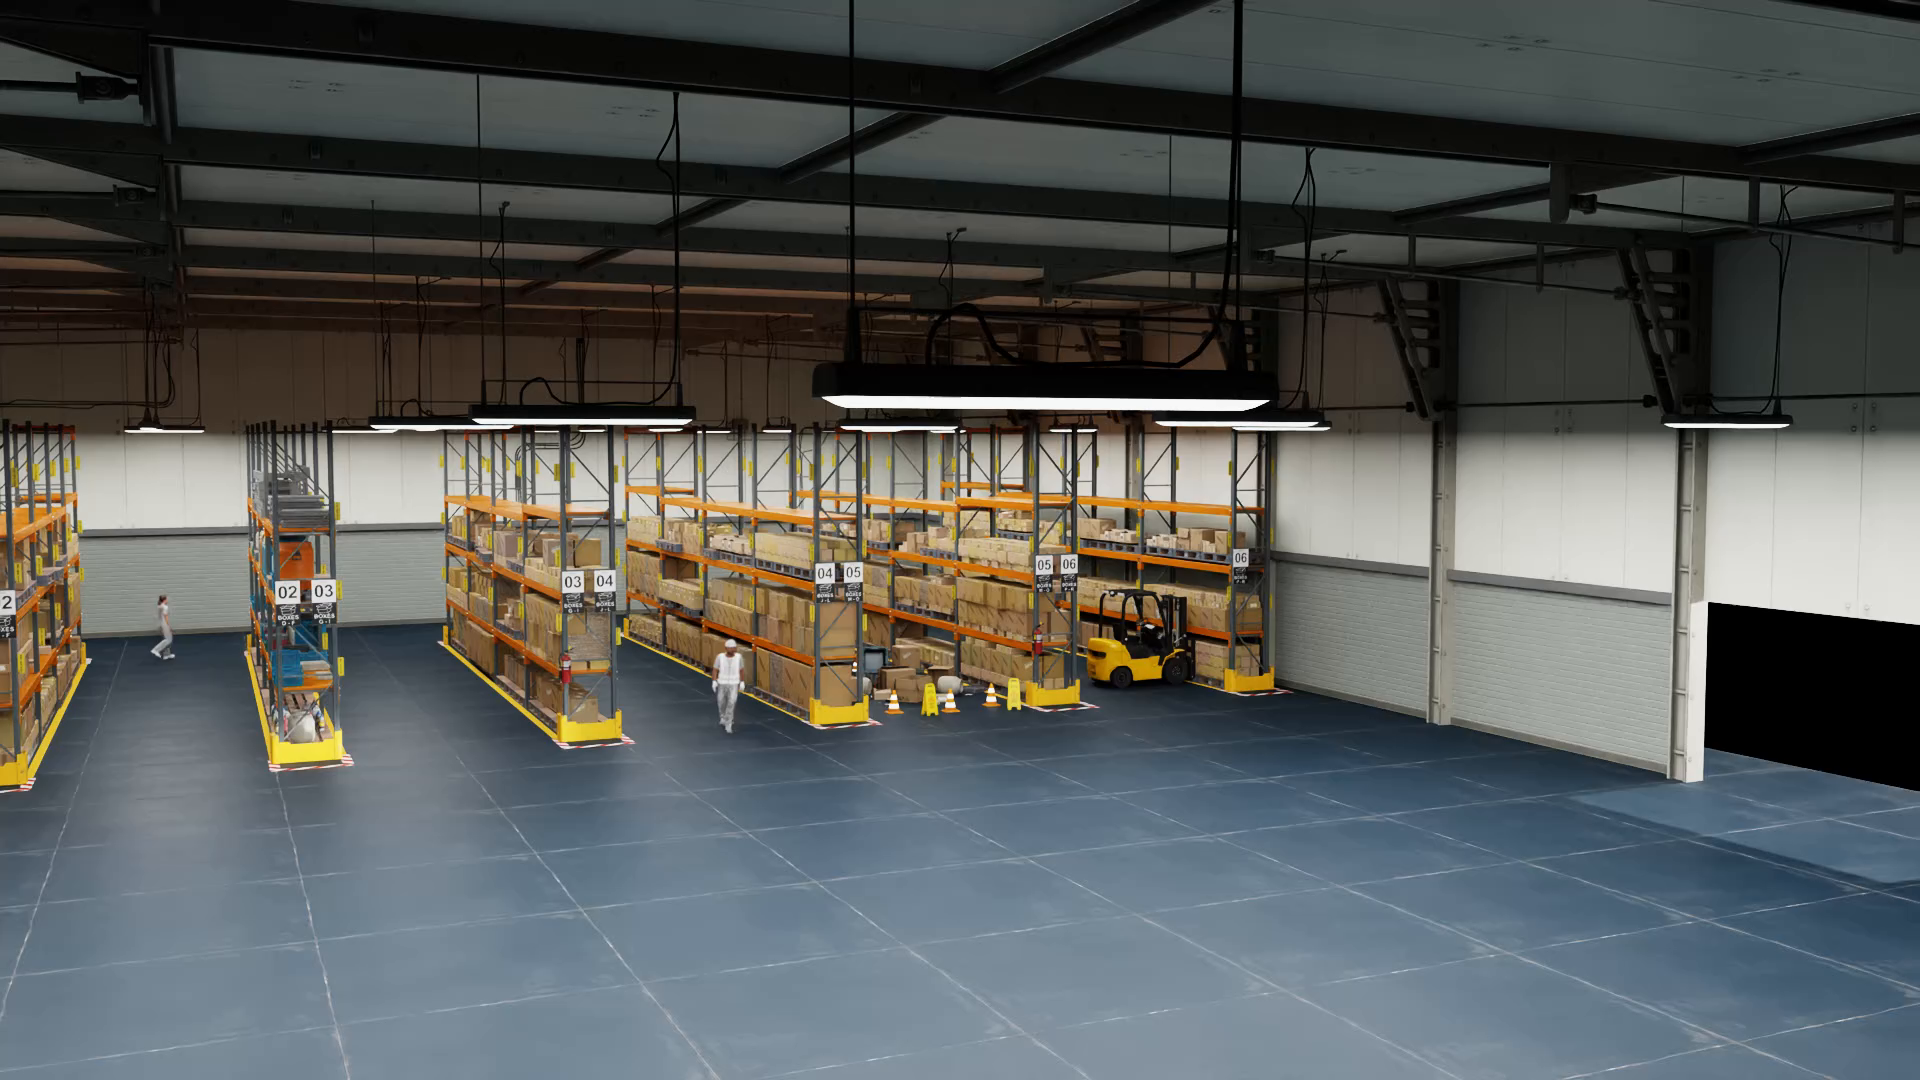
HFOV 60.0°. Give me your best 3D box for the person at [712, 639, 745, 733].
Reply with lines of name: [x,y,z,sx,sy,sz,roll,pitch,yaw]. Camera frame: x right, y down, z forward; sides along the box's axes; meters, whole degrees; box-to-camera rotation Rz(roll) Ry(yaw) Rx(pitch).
person: [-4.521,2.822,32.478,0.643,1.767,0.841,-1,4,-12]

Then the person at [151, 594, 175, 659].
person: [-20.377,2.227,42.466,0.514,1.659,0.765,2,4,30]

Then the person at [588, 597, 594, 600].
person: [-11.308,1.695,50.529,0.556,1.709,0.556,2,4,27]
